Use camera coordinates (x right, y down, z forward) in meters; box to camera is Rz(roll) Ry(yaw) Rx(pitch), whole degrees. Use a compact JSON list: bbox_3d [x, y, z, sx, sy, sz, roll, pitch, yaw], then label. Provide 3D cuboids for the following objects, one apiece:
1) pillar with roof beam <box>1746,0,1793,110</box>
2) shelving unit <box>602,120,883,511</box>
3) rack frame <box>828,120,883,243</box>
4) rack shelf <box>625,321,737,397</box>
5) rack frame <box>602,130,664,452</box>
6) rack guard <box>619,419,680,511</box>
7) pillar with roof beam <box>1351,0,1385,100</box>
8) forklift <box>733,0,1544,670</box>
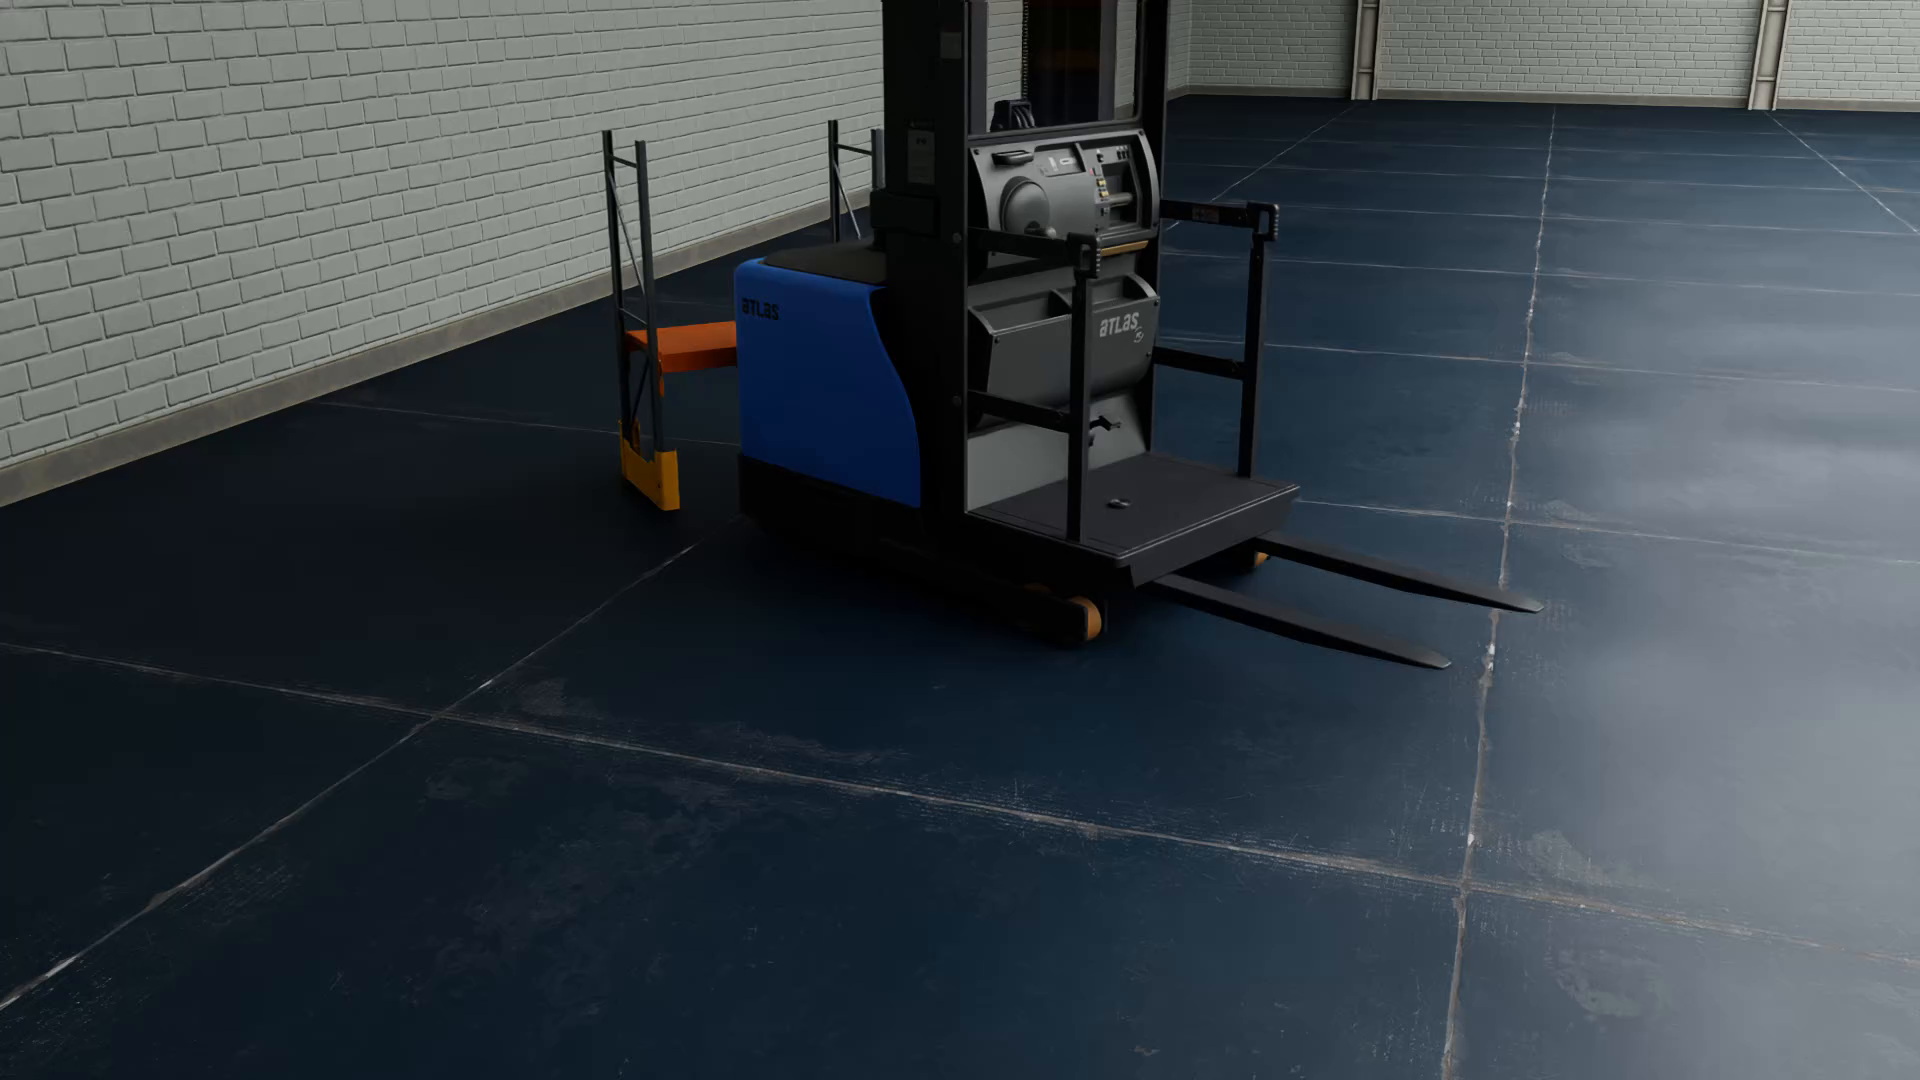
[{"bbox_3d":[10.937,-9.559,20.328,0.400,9.000,9.100,7,20,18],"label":"pillar with roof beam"},{"bbox_3d":[-0.896,-0.997,7.157,1.083,1.500,0.587,-10,21,-26],"label":"shelving unit"},{"bbox_3d":[-0.454,-1.073,7.375,0.032,1.500,0.500,-10,21,-26],"label":"rack frame"},{"bbox_3d":[-0.904,-0.825,7.212,1.000,0.185,0.538,-10,21,-26],"label":"rack shelf"},{"bbox_3d":[-1.355,-0.918,6.930,0.032,1.500,0.500,-10,21,-26],"label":"rack frame"},{"bbox_3d":[-1.338,-0.331,7.145,0.087,0.250,0.587,-10,21,-26],"label":"rack guard"},{"bbox_3d":[5.270,-10.207,22.187,0.400,9.000,9.100,7,20,18],"label":"pillar with roof beam"},{"bbox_3d":[0.529,-1.222,5.630,3.031,2.935,1.130,17,26,40],"label":"forklift"}]
